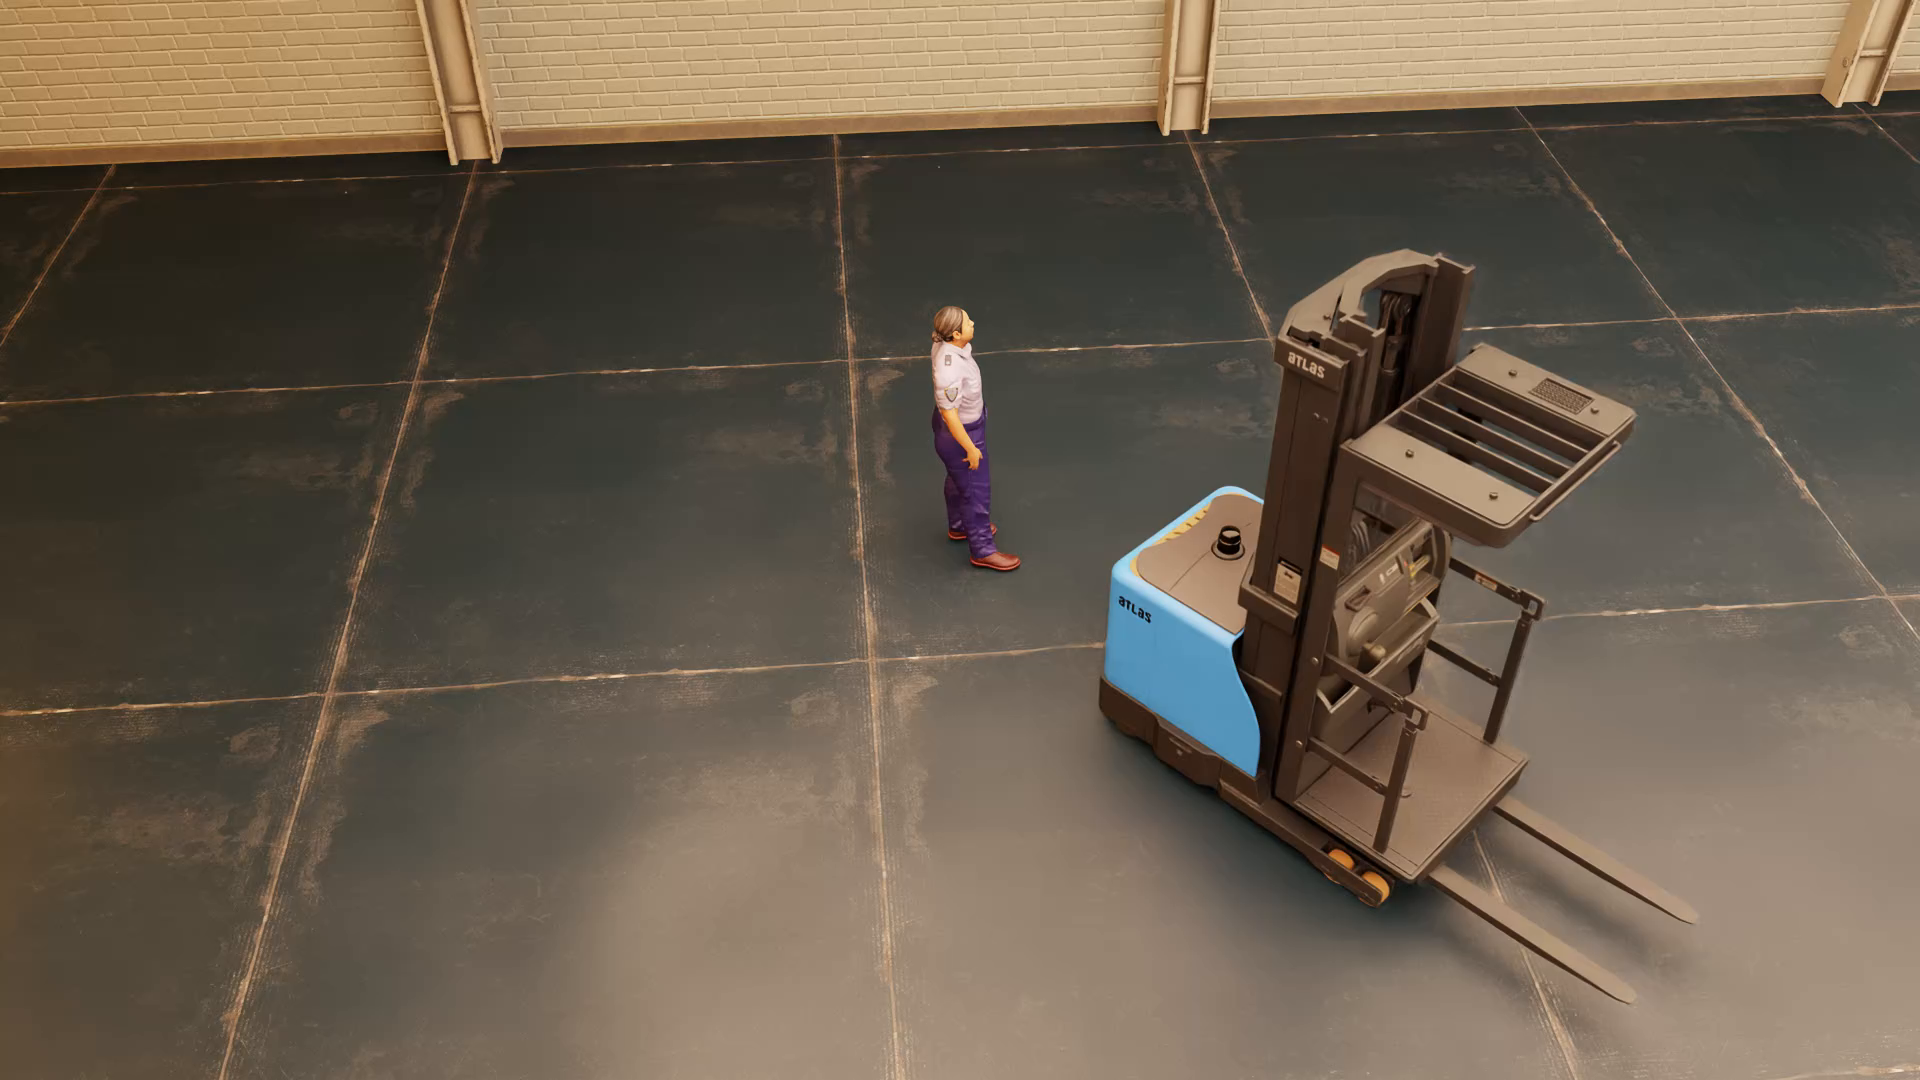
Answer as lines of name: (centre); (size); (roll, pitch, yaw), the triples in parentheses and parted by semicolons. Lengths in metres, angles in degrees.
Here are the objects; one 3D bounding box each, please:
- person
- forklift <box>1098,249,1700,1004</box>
person: (0.092, -0.621, 9.642); (0.502, 1.651, 0.598); (-3, 41, -4)
forklift: (2.154, 0.284, 7.606); (3.031, 2.935, 1.130); (33, 50, 32)
